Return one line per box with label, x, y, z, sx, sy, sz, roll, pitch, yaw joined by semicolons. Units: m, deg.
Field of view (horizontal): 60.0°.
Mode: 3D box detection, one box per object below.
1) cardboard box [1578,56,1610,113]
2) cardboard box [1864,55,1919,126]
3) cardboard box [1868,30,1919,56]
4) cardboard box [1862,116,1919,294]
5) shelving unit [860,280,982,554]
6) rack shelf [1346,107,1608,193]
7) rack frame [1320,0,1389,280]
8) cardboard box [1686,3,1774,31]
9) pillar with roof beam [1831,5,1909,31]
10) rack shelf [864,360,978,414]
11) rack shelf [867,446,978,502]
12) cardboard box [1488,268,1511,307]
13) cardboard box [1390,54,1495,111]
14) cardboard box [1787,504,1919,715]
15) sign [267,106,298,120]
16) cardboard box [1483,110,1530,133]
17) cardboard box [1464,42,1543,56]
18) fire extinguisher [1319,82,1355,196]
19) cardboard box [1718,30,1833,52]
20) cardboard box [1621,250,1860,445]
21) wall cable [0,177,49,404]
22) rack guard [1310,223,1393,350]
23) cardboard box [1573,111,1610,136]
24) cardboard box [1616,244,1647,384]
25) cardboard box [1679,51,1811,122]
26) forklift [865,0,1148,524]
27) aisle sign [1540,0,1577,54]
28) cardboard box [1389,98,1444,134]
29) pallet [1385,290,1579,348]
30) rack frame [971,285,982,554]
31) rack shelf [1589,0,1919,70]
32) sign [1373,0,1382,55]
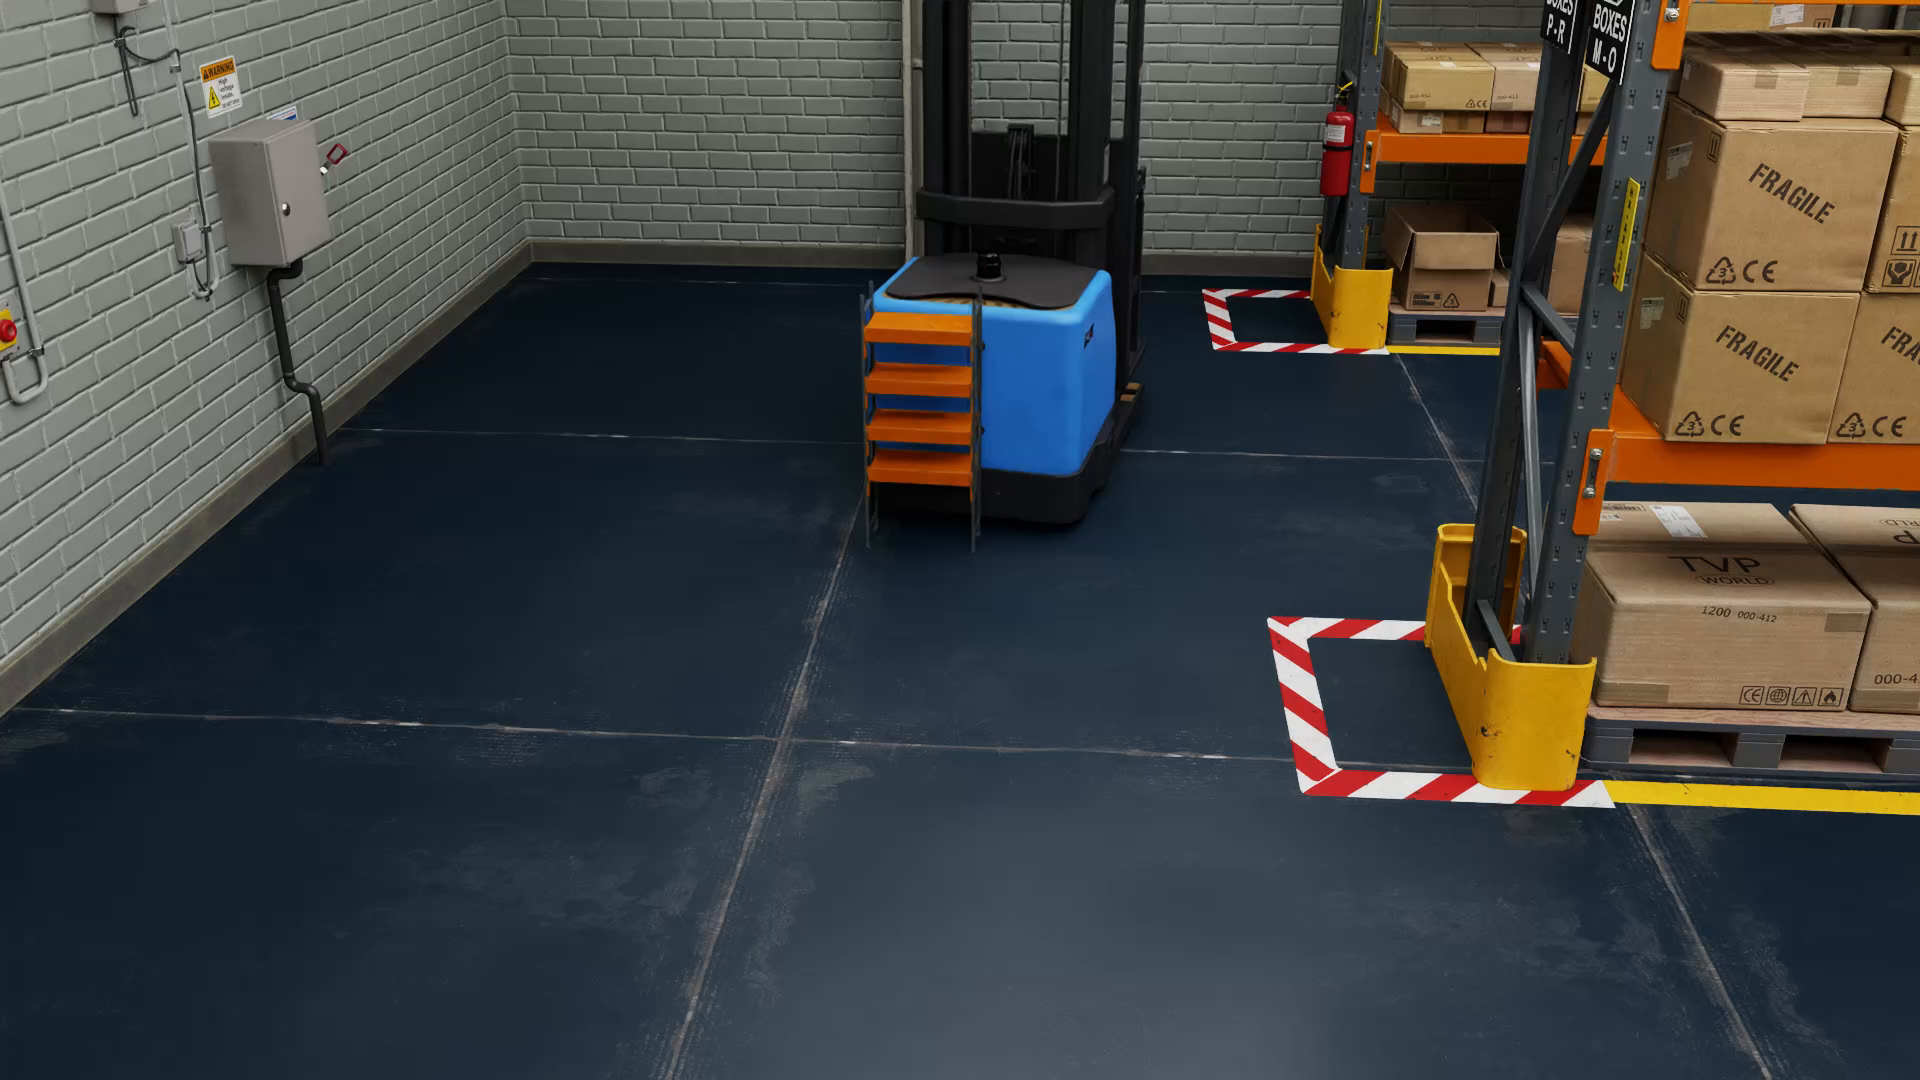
cardboard box;3.881;-2.704;9.862;0.500;0.250;0.500;1;25;3
cardboard box;2.915;-1.359;5.022;0.250;0.149;0.380;3;25;6
cardboard box;3.205;-1.596;5.538;0.250;0.149;0.380;2;25;5
cardboard box;3.038;-1.078;5.188;0.500;0.500;0.500;1;25;3
shelving unit;-0.166;-0.544;7.497;0.503;1.200;0.258;3;25;7
rack shelf;4.435;-2.404;10.247;4.000;0.370;1.077;2;25;4
rack frame;2.441;-2.795;10.235;0.127;3.000;1.000;2;25;4
cardboard box;4.369;-3.028;9.668;0.500;0.500;0.500;2;25;5
pillar with roof beam;5.475;-3.996;5.669;0.400;9.000;9.100;2;25;4
rack shelf;-0.166;-0.686;7.432;0.480;0.148;0.258;3;25;7
rack shelf;-0.166;-0.303;7.608;0.480;0.148;0.258;3;25;7
cardboard box;3.465;-1.602;10.550;0.250;0.149;0.380;1;25;2
cardboard box;2.873;-2.735;9.929;0.500;0.250;0.500;2;25;4
cardboard box;3.644;0.252;6.176;0.875;0.438;0.875;2;25;5
sign;-3.421;-1.937;8.484;0.001;0.494;0.329;2;25;4
cardboard box;3.270;-2.573;10.054;0.250;0.149;0.380;2;25;3
cardboard box;3.434;-2.941;10.376;0.500;0.250;0.500;2;25;4
fire extinguisher;2.259;-2.402;9.921;0.183;0.674;0.296;2;25;4
cardboard box;2.693;-1.594;5.534;0.250;0.149;0.380;2;25;5
cardboard box;2.522;-0.636;5.425;0.500;0.500;0.500;2;25;4
wall cable;-3.559;-1.372;5.891;0.123;1.953;0.585;2;25;4
rack guard;2.517;-1.657;10.753;0.348;0.500;1.175;2;25;4
cardboard box;3.782;-2.533;9.968;0.250;0.149;0.380;2;25;5
cardboard box;2.566;-0.866;5.924;0.500;0.500;0.500;2;25;4
cardboard box;2.398;-1.393;5.098;0.250;0.149;0.380;2;25;5
forklift;0.414;-1.998;8.586;1.130;2.935;3.031;6;25;13
aisle sign;2.017;-2.038;5.482;0.004;0.787;0.394;2;25;4
cardboard box;2.748;-2.556;10.017;0.250;0.149;0.380;2;25;4
pallet;3.312;-1.500;10.758;1.213;0.211;1.003;2;25;4
rack frame;0.075;-0.530;7.467;0.015;1.200;0.240;3;25;7
rack shelf;4.059;-1.698;5.123;4.000;0.370;1.077;2;25;4
sign;2.400;-2.962;9.563;0.005;0.325;0.100;2;25;4
